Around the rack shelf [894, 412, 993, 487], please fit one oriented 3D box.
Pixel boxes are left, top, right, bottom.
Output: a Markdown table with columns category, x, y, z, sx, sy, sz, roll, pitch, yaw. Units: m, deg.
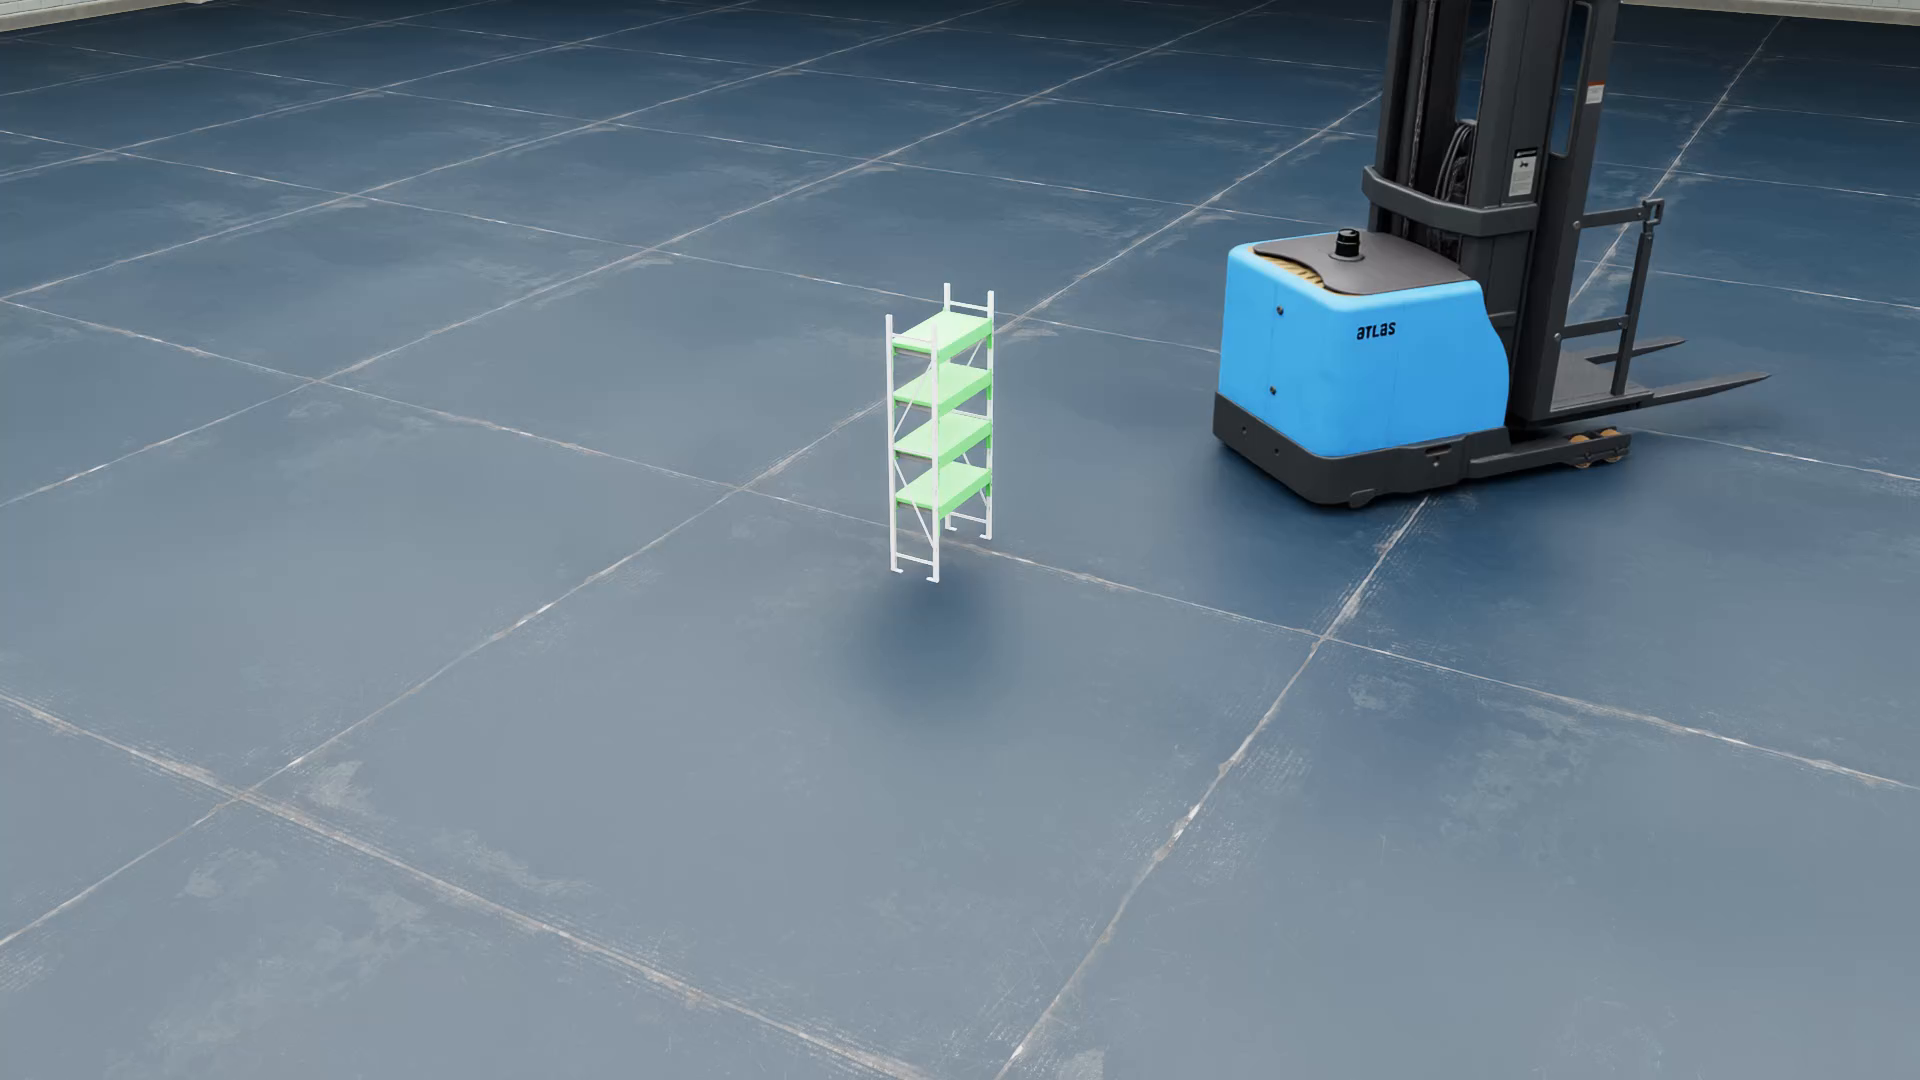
| category | x | y | z | sx | sy | sz | roll | pitch | yaw |
| --- | --- | --- | --- | --- | --- | --- | --- | --- | --- |
| rack shelf | -0.081 | -0.415 | 7.381 | 0.258 | 0.148 | 0.480 | 14 | 30 | 26 |

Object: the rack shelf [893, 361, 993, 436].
| category | x | y | z | sx | sy | sz | roll | pitch | yaw |
| --- | --- | --- | --- | --- | --- | --- | --- | --- | --- |
| rack shelf | -0.081 | -0.629 | 7.274 | 0.258 | 0.148 | 0.480 | 14 | 30 | 26 |

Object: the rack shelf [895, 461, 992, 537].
| category | x | y | z | sx | sy | sz | roll | pitch | yaw |
| --- | --- | --- | --- | --- | --- | --- | --- | --- | --- |
| rack shelf | -0.081 | -0.200 | 7.489 | 0.258 | 0.148 | 0.480 | 14 | 30 | 26 |

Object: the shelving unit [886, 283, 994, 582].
| category | x | y | z | sx | sy | sz | roll | pitch | yaw |
| --- | --- | --- | --- | --- | --- | --- | --- | --- | --- |
| shelving unit | -0.081 | -0.472 | 7.353 | 0.258 | 1.200 | 0.503 | 14 | 30 | 26 |

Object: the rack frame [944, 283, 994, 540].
| category | x | y | z | sx | sy | sz | roll | pitch | yaw |
| --- | --- | --- | --- | --- | --- | --- | --- | --- | --- |
| rack frame | 0.039 | -0.567 | 7.543 | 0.240 | 1.200 | 0.015 | 14 | 30 | 26 |

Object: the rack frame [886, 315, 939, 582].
| category | x | y | z | sx | sy | sz | roll | pitch | yaw |
| --- | --- | --- | --- | --- | --- | --- | --- | --- | --- |
| rack frame | -0.201 | -0.377 | 7.163 | 0.240 | 1.200 | 0.015 | 14 | 30 | 26 |

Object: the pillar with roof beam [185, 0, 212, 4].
| category | x | y | z | sx | sy | sz | roll | pitch | yaw |
| --- | --- | --- | --- | --- | --- | --- | --- | --- | --- |
| pillar with roof beam | -6.251 | -10.211 | 18.095 | 9.100 | 9.000 | 0.400 | 14 | 30 | 26 |

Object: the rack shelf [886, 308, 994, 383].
| category | x | y | z | sx | sy | sz | roll | pitch | yaw |
| --- | --- | --- | --- | --- | --- | --- | --- | --- | --- |
| rack shelf | -0.081 | -0.844 | 7.166 | 0.258 | 0.148 | 0.480 | 14 | 30 | 26 |

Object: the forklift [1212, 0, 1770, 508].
| category | x | y | z | sx | sy | sz | roll | pitch | yaw |
| --- | --- | --- | --- | --- | --- | --- | --- | --- | --- |
| forklift | 2.887 | -1.881 | 8.233 | 3.031 | 2.935 | 1.130 | -11 | 29 | -20 |
